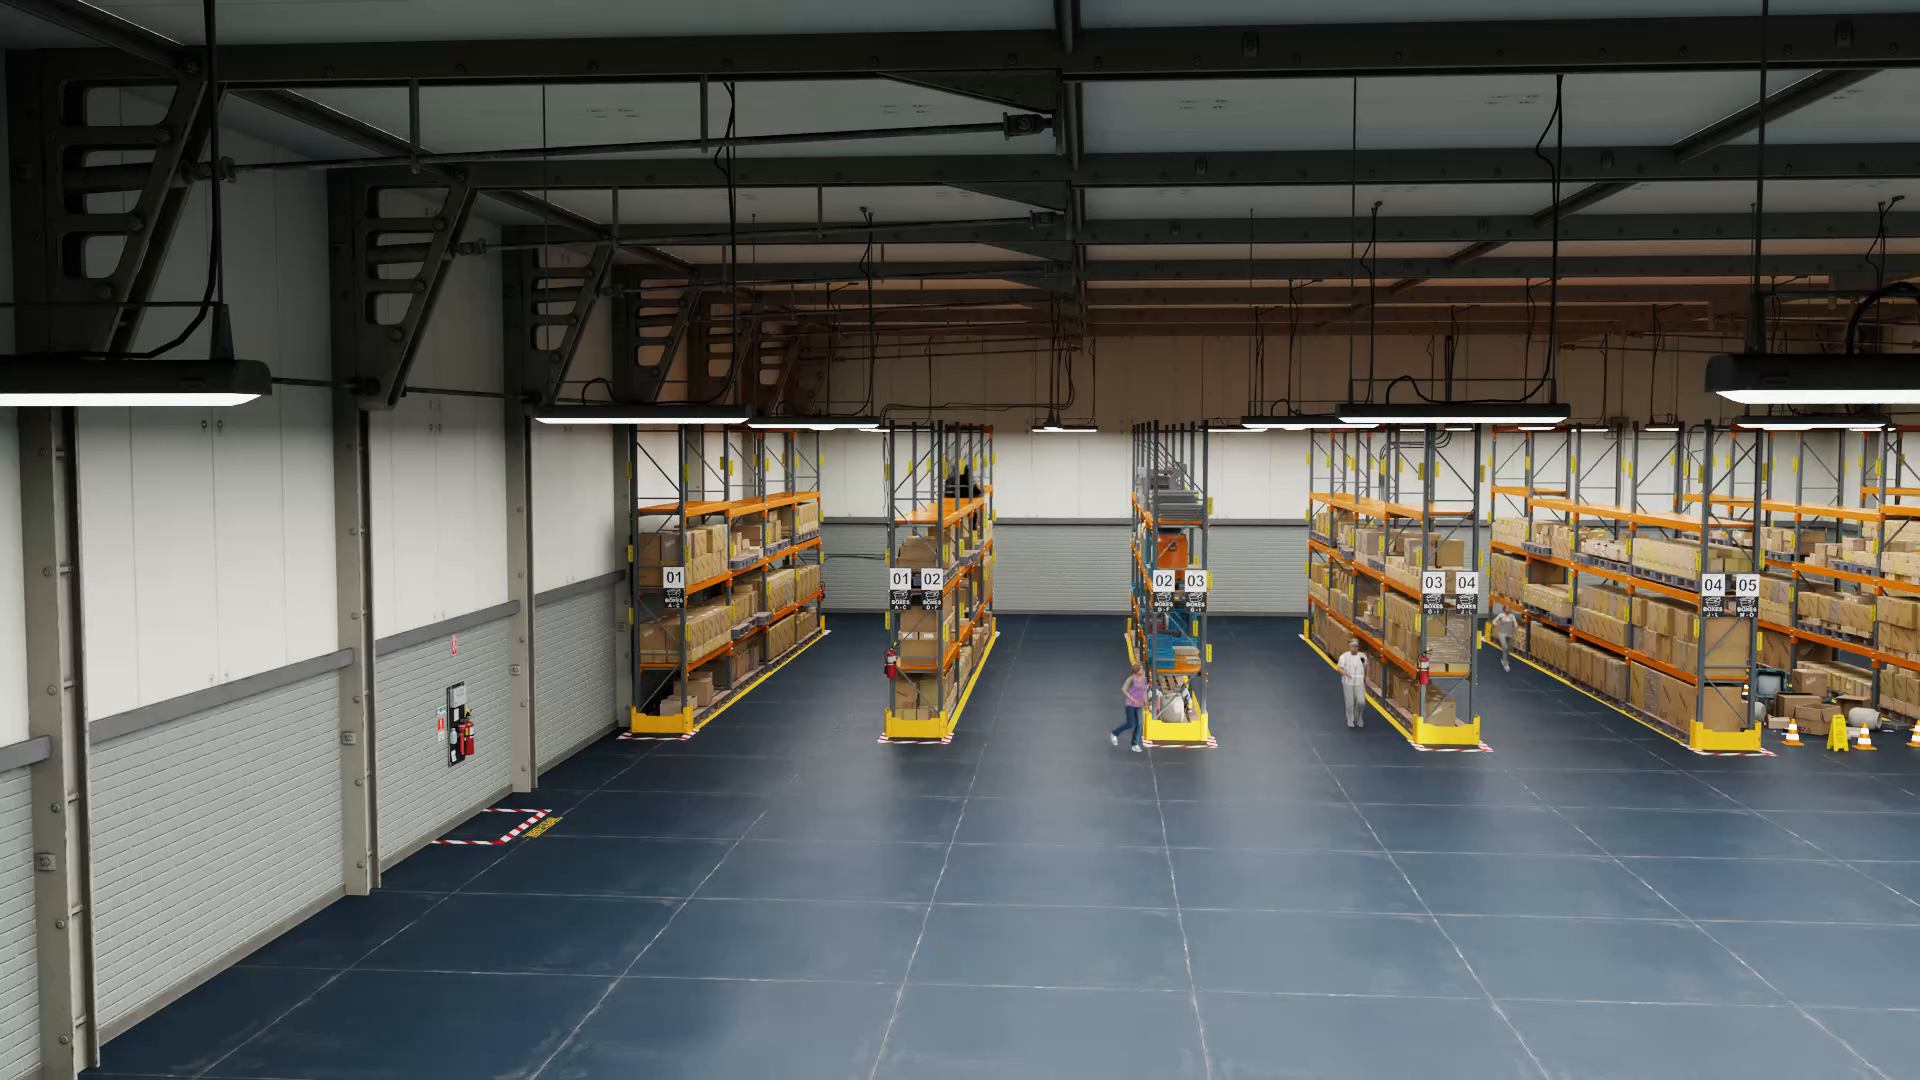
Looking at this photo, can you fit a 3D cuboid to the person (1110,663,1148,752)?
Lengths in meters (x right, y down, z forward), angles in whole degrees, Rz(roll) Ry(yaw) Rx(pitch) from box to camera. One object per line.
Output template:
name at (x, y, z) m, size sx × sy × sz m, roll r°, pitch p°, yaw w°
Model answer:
person at (3.175, 3.025, 30.284) m, size 0.608 × 1.566 × 0.739 m, roll -3°, pitch 5°, yaw -39°

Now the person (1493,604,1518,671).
person at (13.269, 2.345, 40.405) m, size 0.531 × 1.596 × 0.878 m, roll 0°, pitch 4°, yaw -1°

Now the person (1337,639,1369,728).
person at (7.682, 2.798, 32.435) m, size 0.639 × 1.762 × 0.676 m, roll 0°, pitch 4°, yaw 7°
